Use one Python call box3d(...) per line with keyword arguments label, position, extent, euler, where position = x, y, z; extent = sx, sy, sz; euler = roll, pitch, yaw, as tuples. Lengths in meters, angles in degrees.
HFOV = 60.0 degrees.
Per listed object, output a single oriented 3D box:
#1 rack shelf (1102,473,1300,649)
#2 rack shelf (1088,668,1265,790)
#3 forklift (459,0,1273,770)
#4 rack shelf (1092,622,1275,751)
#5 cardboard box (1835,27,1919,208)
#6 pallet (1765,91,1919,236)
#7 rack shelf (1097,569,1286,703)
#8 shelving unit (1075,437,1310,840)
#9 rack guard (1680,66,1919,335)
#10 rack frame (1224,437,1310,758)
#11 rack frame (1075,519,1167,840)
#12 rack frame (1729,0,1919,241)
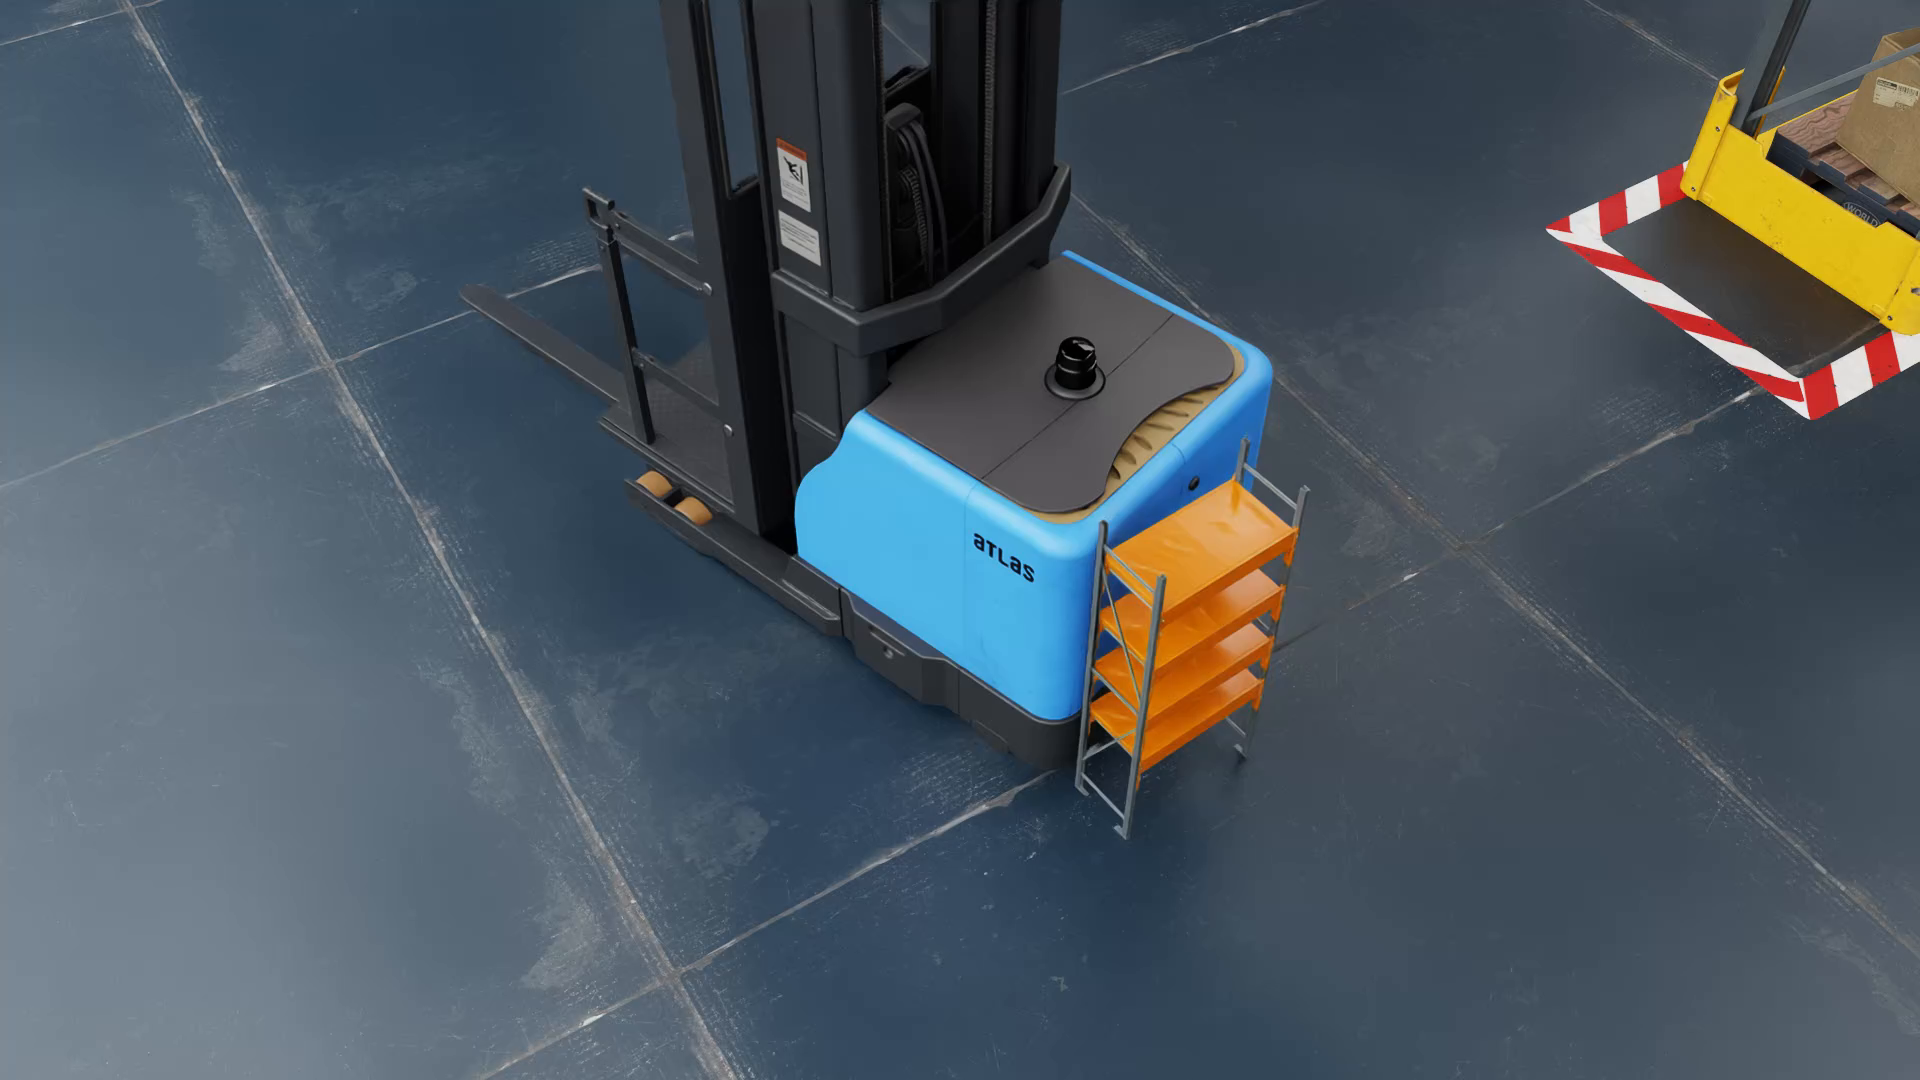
box3d(label="rack shelf", position=(0.623, 0.050, 4.376), extent=(0.480, 0.148, 0.258), euler=(-29, 55, -24))
box3d(label="rack shelf", position=(0.623, 0.488, 4.868), extent=(0.480, 0.148, 0.258), euler=(-29, 55, -24))
box3d(label="forklift", position=(-0.528, -1.227, 4.880), extent=(3.031, 2.935, 1.130), euler=(32, 56, 25))
box3d(label="rack shelf", position=(0.623, 0.356, 4.719), extent=(0.480, 0.148, 0.258), euler=(-29, 55, -24))
box3d(label="cardboard box", position=(3.973, -1.727, 6.672), extent=(0.500, 0.500, 0.500), euler=(-16, 50, -14))
box3d(label="pallet", position=(4.206, -1.585, 7.020), extent=(1.213, 0.211, 1.003), euler=(-25, 53, -21))
box3d(label="rack shelf", position=(0.623, 0.207, 4.552), extent=(0.480, 0.148, 0.258), euler=(-29, 55, -24))
box3d(label="shelving unit", position=(0.623, 0.311, 4.669), extent=(0.503, 1.200, 0.258), euler=(-29, 55, -24))
box3d(label="rack guard", position=(3.501, -1.380, 6.644), extent=(0.348, 0.500, 1.175), euler=(-25, 53, -21))
box3d(label="rack frame", position=(0.819, 0.202, 4.767), extent=(0.015, 1.200, 0.240), euler=(-29, 55, -24))
box3d(label="rack frame", position=(0.428, 0.421, 4.572), extent=(0.015, 1.200, 0.240), euler=(-29, 55, -24))
box3d(label="rack frame", position=(3.436, -2.181, 5.683), extent=(0.127, 3.000, 1.000), euler=(-25, 53, -21))
